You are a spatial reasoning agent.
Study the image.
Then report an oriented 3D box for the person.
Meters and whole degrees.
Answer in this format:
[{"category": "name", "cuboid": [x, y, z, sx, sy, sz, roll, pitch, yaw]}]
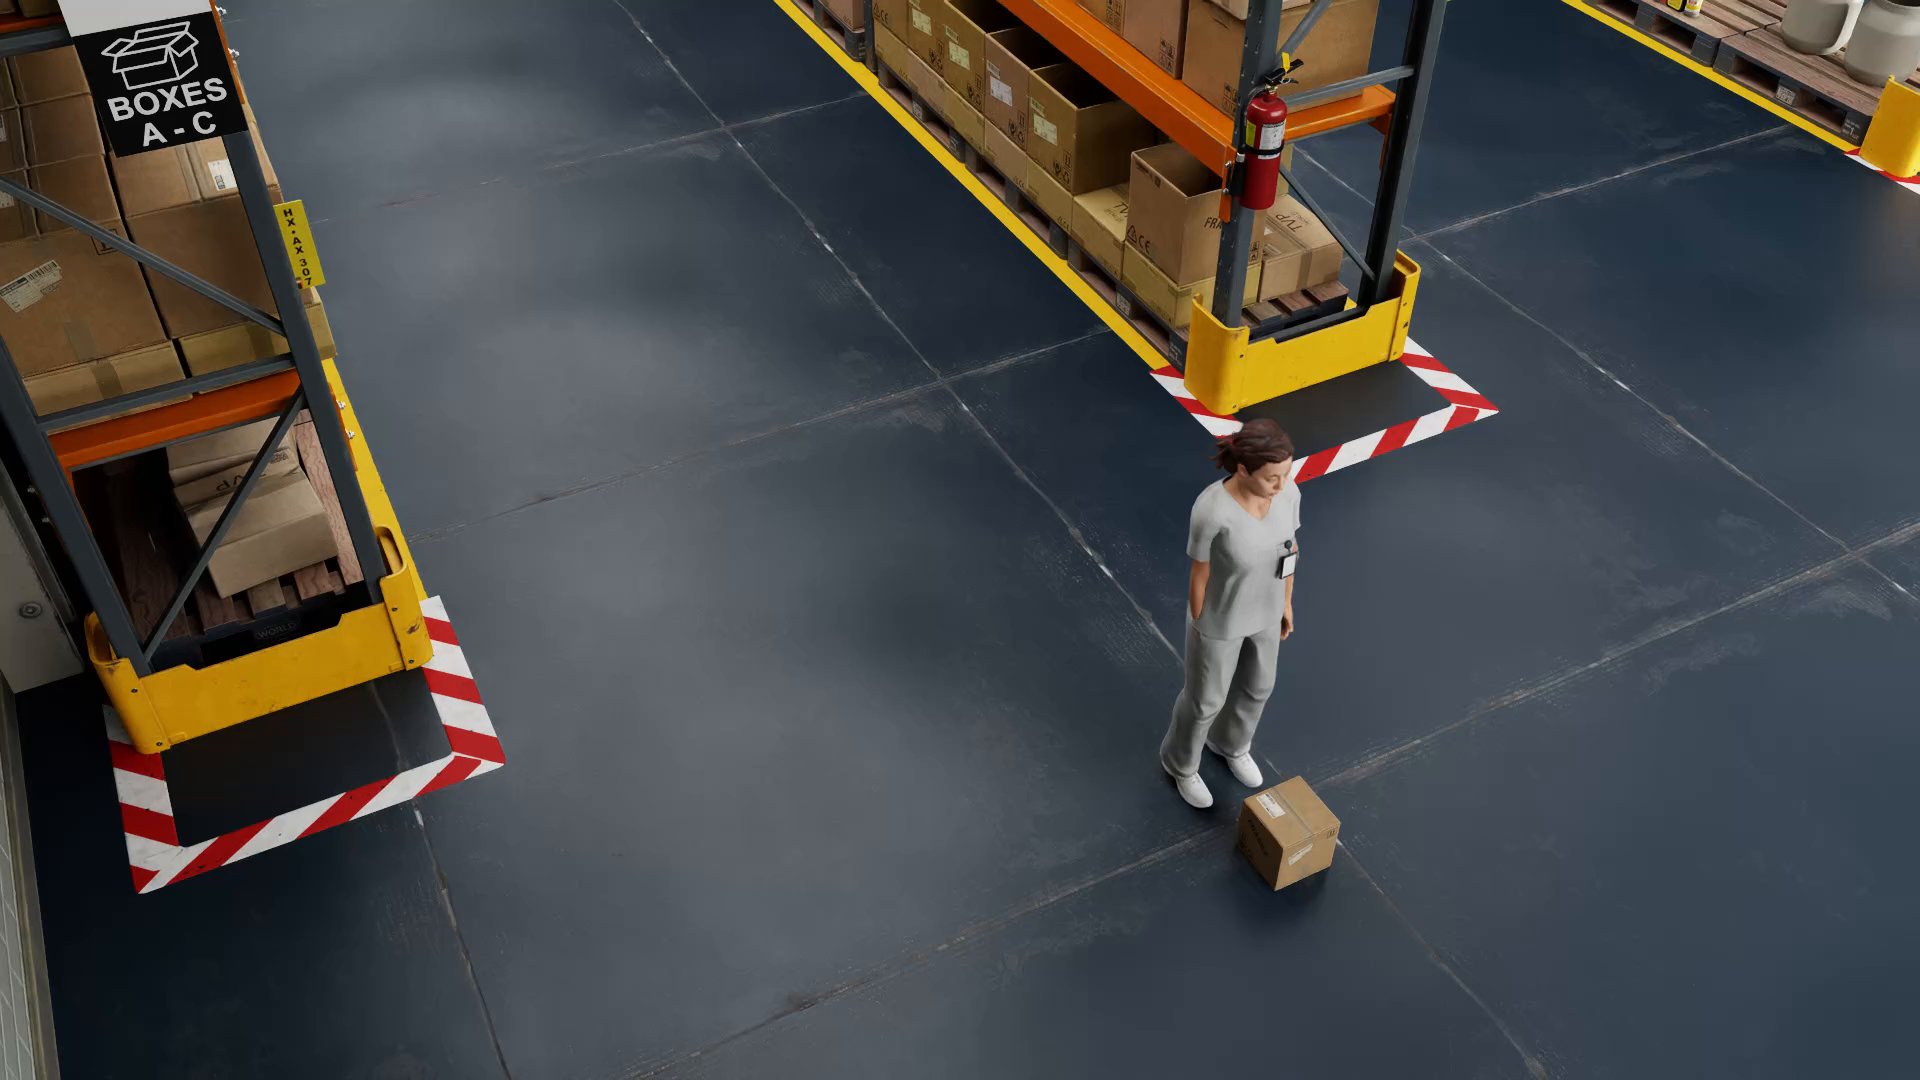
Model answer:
[{"category": "person", "cuboid": [0.974, 0.254, 5.883, 0.440, 1.681, 0.365, -18, 45, -19]}]
